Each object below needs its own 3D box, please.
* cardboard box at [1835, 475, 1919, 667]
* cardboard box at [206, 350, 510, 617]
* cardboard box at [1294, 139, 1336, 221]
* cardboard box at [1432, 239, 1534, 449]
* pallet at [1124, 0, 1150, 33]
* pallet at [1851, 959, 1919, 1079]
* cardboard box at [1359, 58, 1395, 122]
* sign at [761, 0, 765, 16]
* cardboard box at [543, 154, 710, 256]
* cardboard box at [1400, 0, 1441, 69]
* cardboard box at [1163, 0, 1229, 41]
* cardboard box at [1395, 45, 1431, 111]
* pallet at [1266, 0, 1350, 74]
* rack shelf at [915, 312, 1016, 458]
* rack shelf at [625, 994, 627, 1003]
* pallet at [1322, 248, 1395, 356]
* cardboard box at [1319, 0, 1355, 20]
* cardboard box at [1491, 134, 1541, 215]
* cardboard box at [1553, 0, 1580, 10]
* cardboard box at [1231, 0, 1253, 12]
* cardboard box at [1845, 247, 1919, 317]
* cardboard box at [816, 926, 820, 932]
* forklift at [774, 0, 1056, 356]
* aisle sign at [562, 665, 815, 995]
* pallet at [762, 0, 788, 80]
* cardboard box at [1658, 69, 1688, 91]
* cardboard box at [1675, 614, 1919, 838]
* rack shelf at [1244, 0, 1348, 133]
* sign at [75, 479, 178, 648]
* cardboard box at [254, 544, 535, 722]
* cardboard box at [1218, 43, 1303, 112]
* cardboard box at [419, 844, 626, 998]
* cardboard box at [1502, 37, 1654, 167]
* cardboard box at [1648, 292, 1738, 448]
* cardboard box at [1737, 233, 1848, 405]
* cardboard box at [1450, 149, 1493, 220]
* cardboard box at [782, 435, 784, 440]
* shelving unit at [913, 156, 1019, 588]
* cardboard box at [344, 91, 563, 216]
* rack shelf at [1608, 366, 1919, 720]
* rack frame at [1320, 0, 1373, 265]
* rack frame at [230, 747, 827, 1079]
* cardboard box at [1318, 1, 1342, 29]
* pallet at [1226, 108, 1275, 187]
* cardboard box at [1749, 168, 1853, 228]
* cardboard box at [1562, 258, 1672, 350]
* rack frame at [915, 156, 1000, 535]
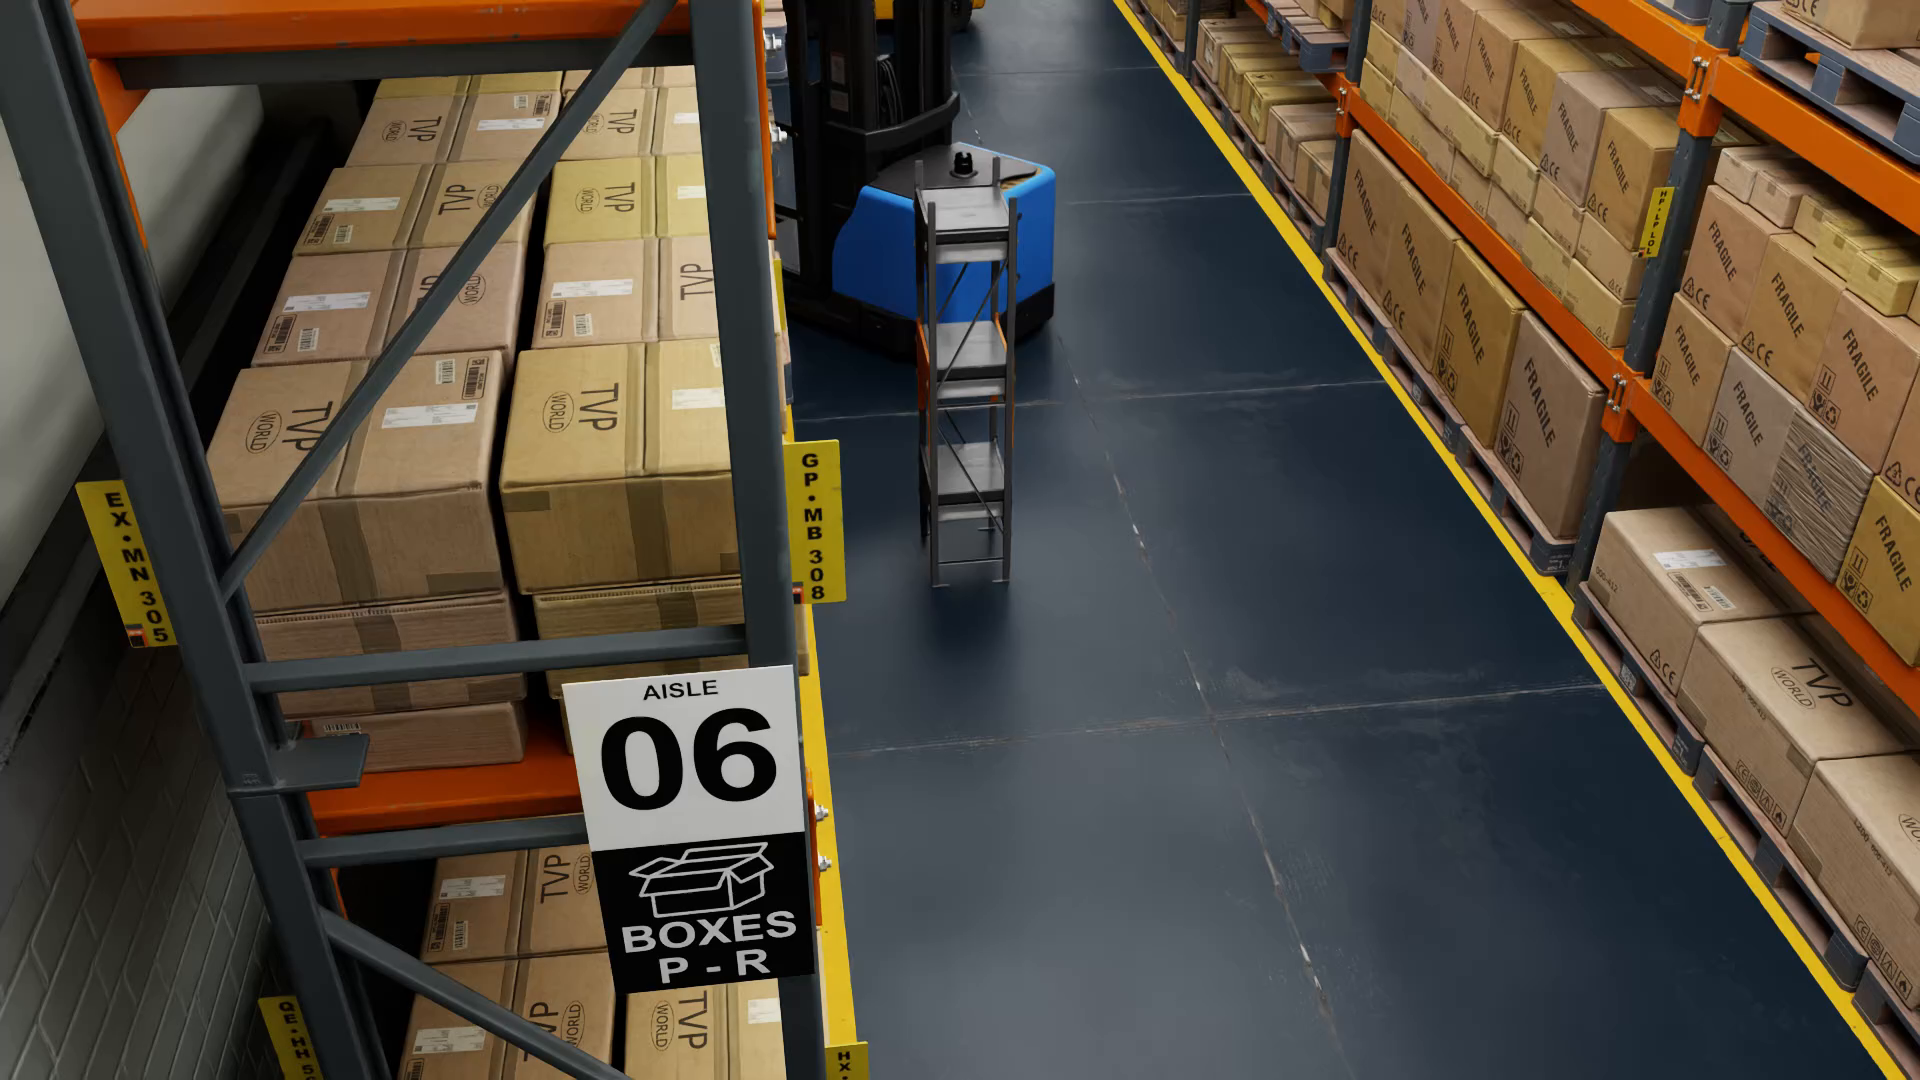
[{"bbox_3d":[3.591,0.093,5.989,0.500,0.500,0.500,-3,34,-5],"label":"cardboard box"},{"bbox_3d":[-1.122,-0.117,3.149,0.500,0.250,0.500,-5,35,-8],"label":"cardboard box"},{"bbox_3d":[2.990,-2.630,12.034,0.950,0.372,0.625,-7,35,-10],"label":"cardboard box"},{"bbox_3d":[3.302,-1.133,9.391,0.875,0.875,0.875,-3,34,-5],"label":"cardboard box"},{"bbox_3d":[2.226,-5.360,16.556,1.003,0.211,1.213,-4,35,-6],"label":"pallet"},{"bbox_3d":[3.947,1.951,5.829,1.003,0.211,1.213,-4,35,-6],"label":"pallet"},{"bbox_3d":[2.873,-2.872,10.562,0.500,0.250,0.500,-5,35,-7],"label":"cardboard box"},{"bbox_3d":[-0.787,-2.114,6.195,0.100,0.325,0.005,-4,35,-6],"label":"sign"},{"bbox_3d":[-0.728,-0.722,4.036,0.500,0.250,0.500,-5,35,-7],"label":"cardboard box"},{"bbox_3d":[2.957,-3.110,9.803,0.500,0.500,0.500,-4,35,-6],"label":"cardboard box"},{"bbox_3d":[2.173,-4.805,15.334,0.500,0.250,0.500,-3,34,-4],"label":"cardboard box"},{"bbox_3d":[2.948,-2.780,9.984,0.500,0.250,0.500,-4,34,-5],"label":"cardboard box"},{"bbox_3d":[2.855,-3.536,11.574,1.213,0.211,1.003,-4,35,-6],"label":"pallet"},{"bbox_3d":[0.022,-0.764,8.159,0.431,0.518,0.480,-4,35,-6],"label":"rack shelf"},{"bbox_3d":[-1.055,0.798,5.683,1.077,0.370,4.000,-4,35,-6],"label":"rack shelf"},{"bbox_3d":[3.088,-1.628,11.080,1.003,0.211,1.213,-4,35,-6],"label":"pallet"},{"bbox_3d":[2.720,-3.796,11.060,0.500,0.500,0.500,-5,35,-8],"label":"cardboard box"},{"bbox_3d":[3.144,-1.933,8.741,0.500,0.250,0.500,-4,34,-5],"label":"cardboard box"},{"bbox_3d":[3.522,-2.848,9.418,0.500,0.500,0.500,-4,35,-6],"label":"cardboard box"},{"bbox_3d":[2.707,-5.155,15.182,0.500,0.500,0.500,-3,34,-4],"label":"cardboard box"},{"bbox_3d":[3.486,-0.945,6.050,0.380,0.149,0.250,-5,35,-8],"label":"cardboard box"},{"bbox_3d":[-0.648,1.001,4.616,0.500,0.250,0.500,-4,34,-6],"label":"cardboard box"},{"bbox_3d":[-0.862,-2.939,10.589,3.031,2.935,1.130,24,41,30],"label":"forklift"},{"bbox_3d":[-0.486,0.558,3.088,0.394,0.787,0.004,-4,35,-6],"label":"aisle sign"},{"bbox_3d":[-1.342,-2.147,6.868,1.213,0.211,1.003,-4,35,-6],"label":"pallet"},{"bbox_3d":[3.724,-1.997,8.169,0.500,0.500,0.500,-5,35,-7],"label":"cardboard box"},{"bbox_3d":[3.693,0.750,7.017,0.875,0.438,0.875,-5,35,-8],"label":"cardboard box"},{"bbox_3d":[2.787,-4.045,12.789,1.077,0.370,4.000,-4,35,-6],"label":"rack shelf"},{"bbox_3d":[-1.338,0.042,2.704,0.100,0.325,0.005,-4,35,-6],"label":"sign"},{"bbox_3d":[-1.115,0.088,3.291,0.500,0.250,0.500,-5,35,-7],"label":"cardboard box"},{"bbox_3d":[2.691,-3.852,13.828,0.950,0.372,0.625,-2,34,-3],"label":"cardboard box"},{"bbox_3d":[-1.179,1.031,4.571,0.500,0.250,0.500,-4,35,-6],"label":"cardboard box"},{"bbox_3d":[3.160,-2.251,8.542,0.500,0.500,0.500,-3,34,-5],"label":"cardboard box"},{"bbox_3d":[3.398,-0.753,7.232,0.500,0.500,0.500,-3,34,-5],"label":"cardboard box"},{"bbox_3d":[3.480,-0.882,6.532,0.500,0.500,0.500,-5,35,-7],"label":"cardboard box"},{"bbox_3d":[3.094,-2.018,9.310,0.500,0.250,0.500,-4,35,-6],"label":"cardboard box"},{"bbox_3d":[-0.609,-0.150,3.995,0.380,0.149,0.250,-4,34,-5],"label":"cardboard box"},{"bbox_3d":[0.022,-0.775,8.152,0.431,2.100,0.503,-4,35,-6],"label":"shelving unit"},{"bbox_3d":[-1.312,-0.976,4.408,0.500,0.250,0.500,-4,35,-6],"label":"cardboard box"},{"bbox_3d":[3.863,0.420,6.238,1.077,0.370,4.000,-4,35,-6],"label":"rack shelf"},{"bbox_3d":[3.056,-3.226,10.949,1.000,3.000,0.127,-4,35,-6],"label":"rack frame"},{"bbox_3d":[-0.786,1.616,3.843,1.000,3.000,0.127,-4,35,-6],"label":"rack frame"},{"bbox_3d":[2.671,-3.605,11.355,0.380,0.149,0.250,-4,34,-6],"label":"cardboard box"},{"bbox_3d":[2.792,-3.189,13.371,1.003,0.211,1.213,-4,35,-6],"label":"pallet"},{"bbox_3d":[3.430,-1.379,6.685,0.380,0.149,0.250,-4,34,-6],"label":"cardboard box"},{"bbox_3d":[3.284,-1.163,8.055,0.500,0.250,0.500,-5,35,-8],"label":"cardboard box"},{"bbox_3d":[-0.011,-0.911,8.352,0.400,2.100,0.015,-4,35,-6],"label":"rack frame"}]
